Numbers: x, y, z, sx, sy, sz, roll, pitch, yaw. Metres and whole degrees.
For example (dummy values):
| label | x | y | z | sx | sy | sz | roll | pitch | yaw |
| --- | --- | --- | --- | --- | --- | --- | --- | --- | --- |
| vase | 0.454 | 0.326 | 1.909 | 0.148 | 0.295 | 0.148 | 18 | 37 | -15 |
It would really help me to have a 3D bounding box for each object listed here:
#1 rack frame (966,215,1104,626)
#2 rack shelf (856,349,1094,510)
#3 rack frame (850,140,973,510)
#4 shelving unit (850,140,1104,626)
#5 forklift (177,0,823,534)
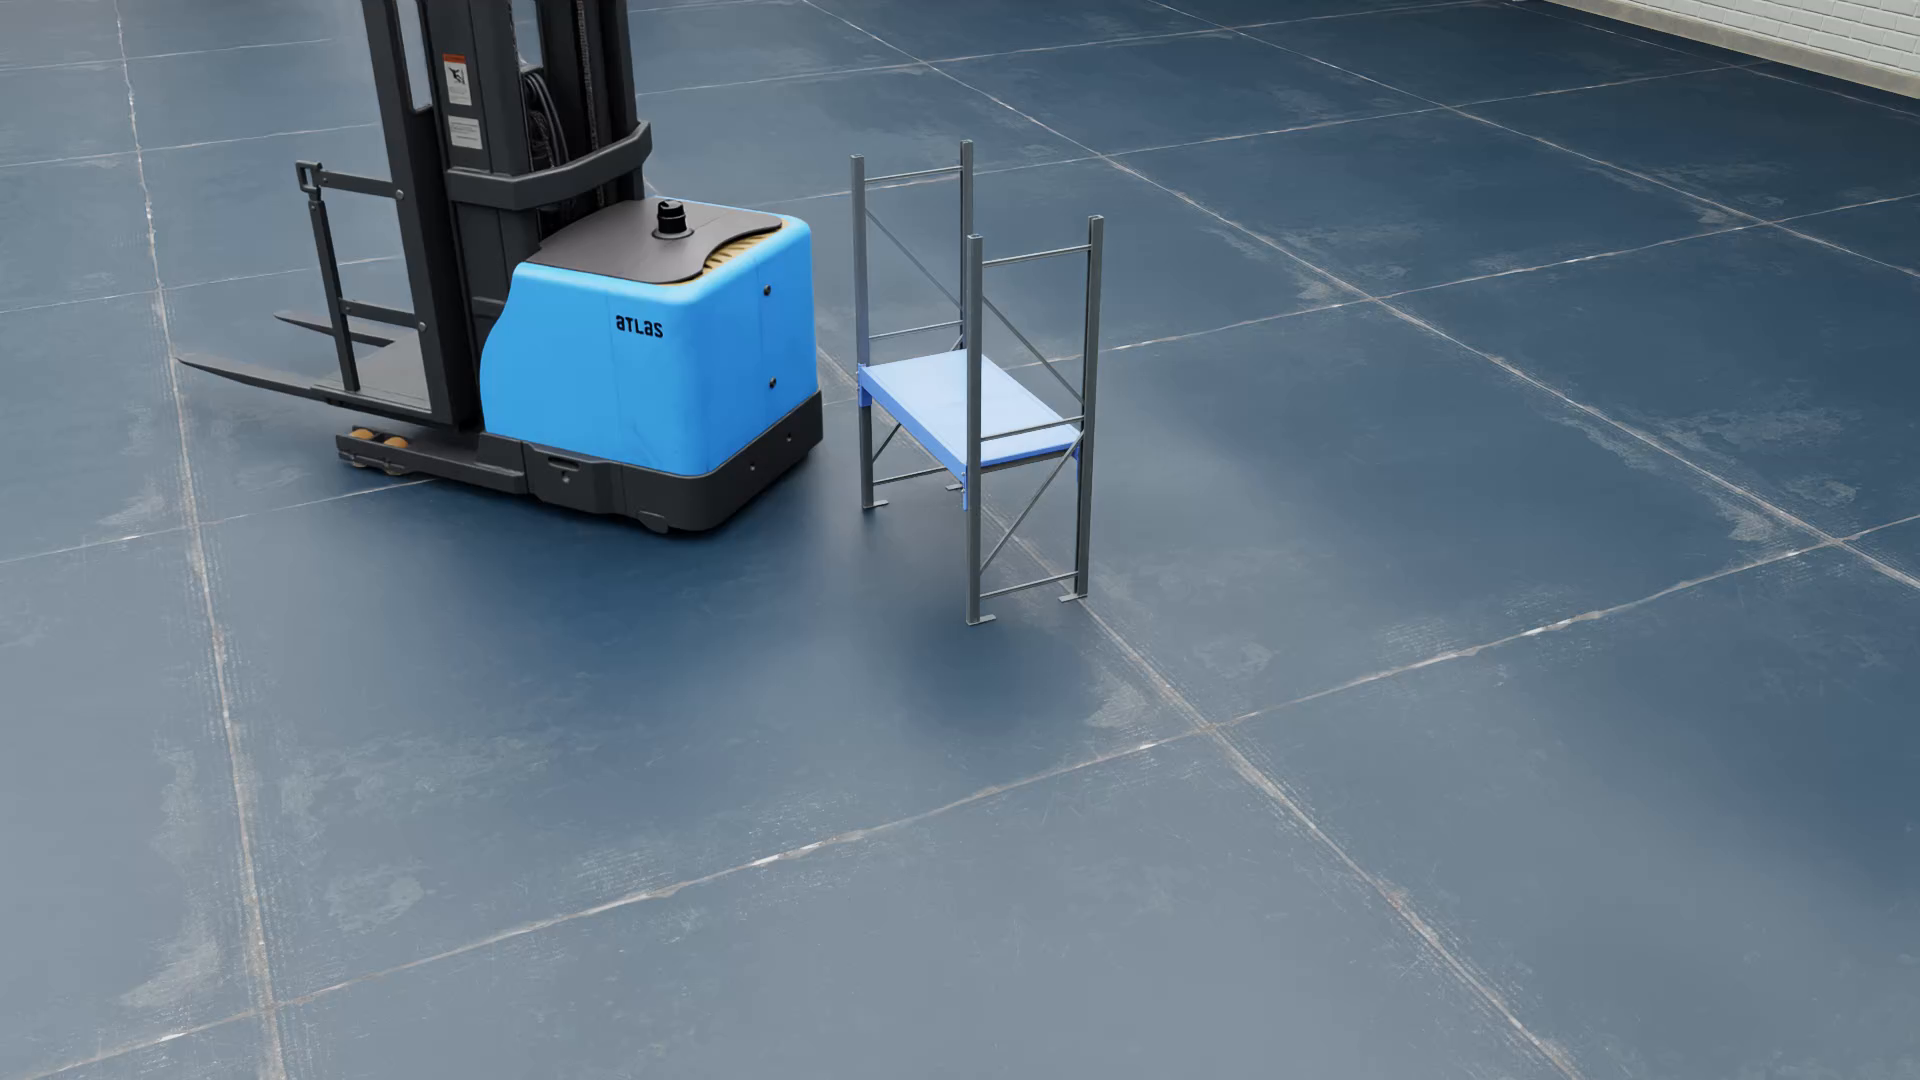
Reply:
| label | x | y | z | sx | sy | sz | roll | pitch | yaw |
| --- | --- | --- | --- | --- | --- | --- | --- | --- | --- |
| rack frame | 0.255 | -0.392 | 5.916 | 0.500 | 1.500 | 0.032 | -13 | 32 | -22 |
| rack shelf | 0.037 | -0.460 | 6.404 | 0.538 | 0.185 | 1.000 | -13 | 32 | -22 |
| rack frame | -0.182 | -0.841 | 6.716 | 0.500 | 1.500 | 0.032 | -13 | 32 | -22 |
| shelving unit | 0.037 | -0.616 | 6.316 | 0.538 | 1.500 | 1.048 | -13 | 32 | -22 |
| forklift | -2.170 | -1.777 | 6.922 | 3.031 | 2.935 | 1.130 | 13 | 32 | 21 |
